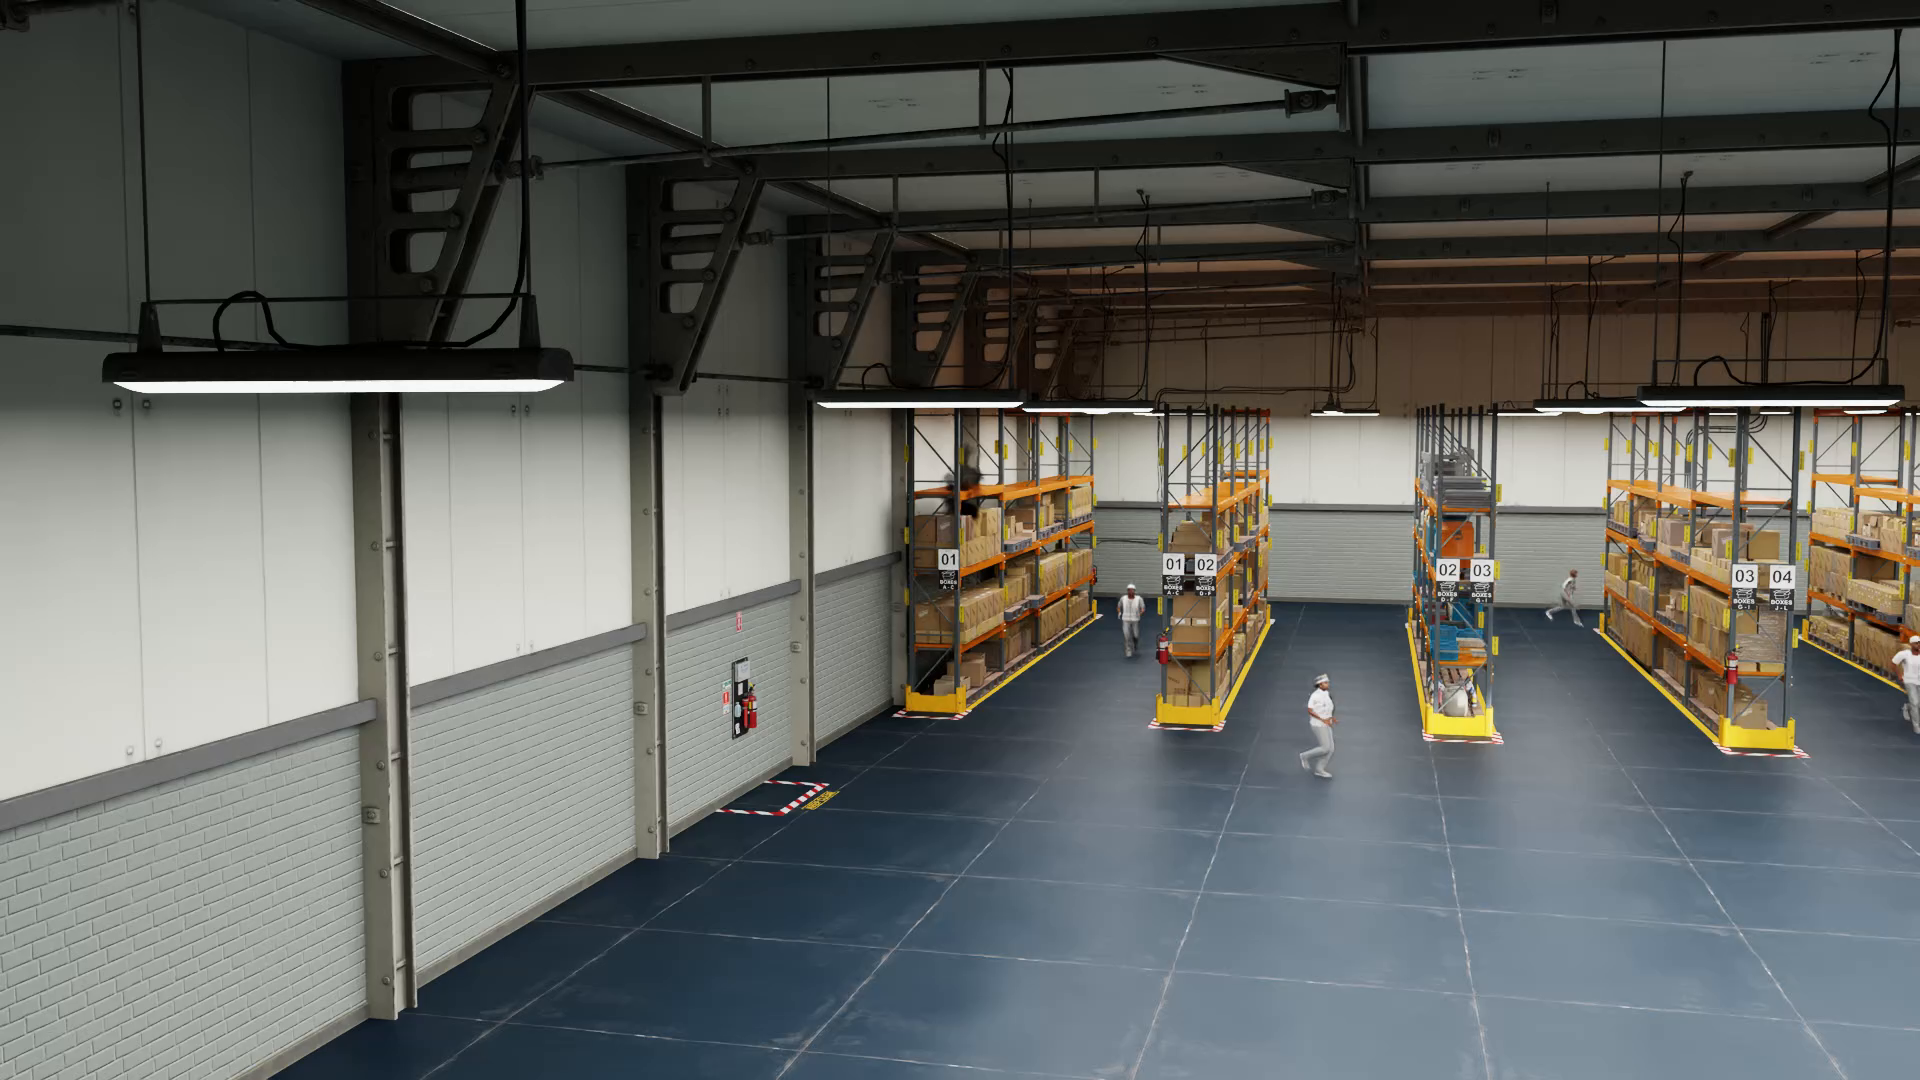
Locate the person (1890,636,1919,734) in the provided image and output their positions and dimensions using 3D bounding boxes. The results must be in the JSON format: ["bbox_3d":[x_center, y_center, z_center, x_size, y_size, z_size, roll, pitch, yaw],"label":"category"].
[{"bbox_3d":[17.516,2.634,30.552,0.700,1.762,0.881,0,4,3],"label":"person"}]

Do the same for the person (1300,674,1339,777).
[{"bbox_3d":[5.759,2.957,26.645,0.549,1.650,0.564,3,5,33],"label":"person"}]

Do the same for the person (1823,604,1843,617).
[{"bbox_3d":[23.251,1.608,44.284,0.705,1.773,0.966,-4,6,-44],"label":"person"}]

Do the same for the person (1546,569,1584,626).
[{"bbox_3d":[16.761,1.591,46.066,1.002,1.585,0.539,1,4,18],"label":"person"}]

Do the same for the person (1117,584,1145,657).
[{"bbox_3d":[4.111,1.937,40.077,0.689,1.740,0.747,1,4,9],"label":"person"}]
